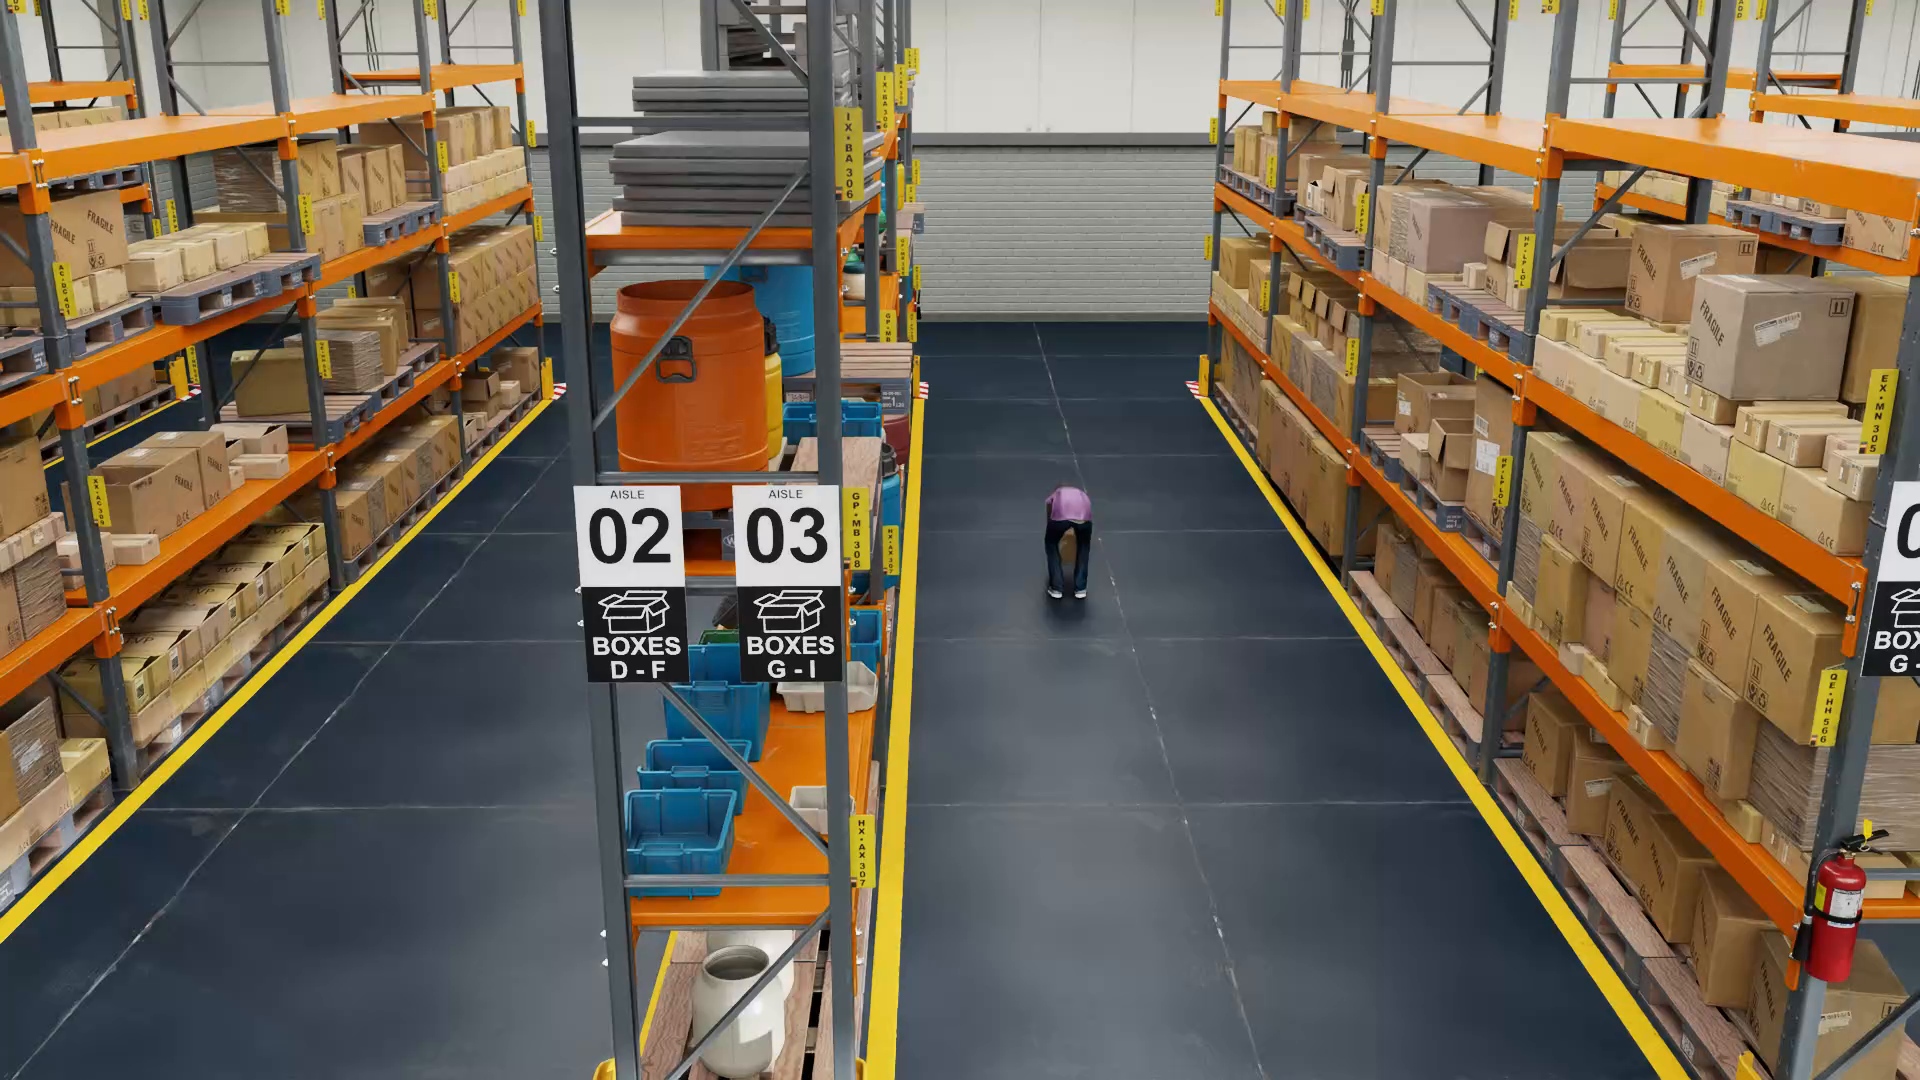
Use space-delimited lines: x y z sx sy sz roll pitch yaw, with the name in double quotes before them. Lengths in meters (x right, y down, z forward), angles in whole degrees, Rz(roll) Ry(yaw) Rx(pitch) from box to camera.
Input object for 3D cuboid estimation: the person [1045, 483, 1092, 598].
"person" 0.943 -0.032 14.716 0.406 0.969 0.870 -1 17 -3
